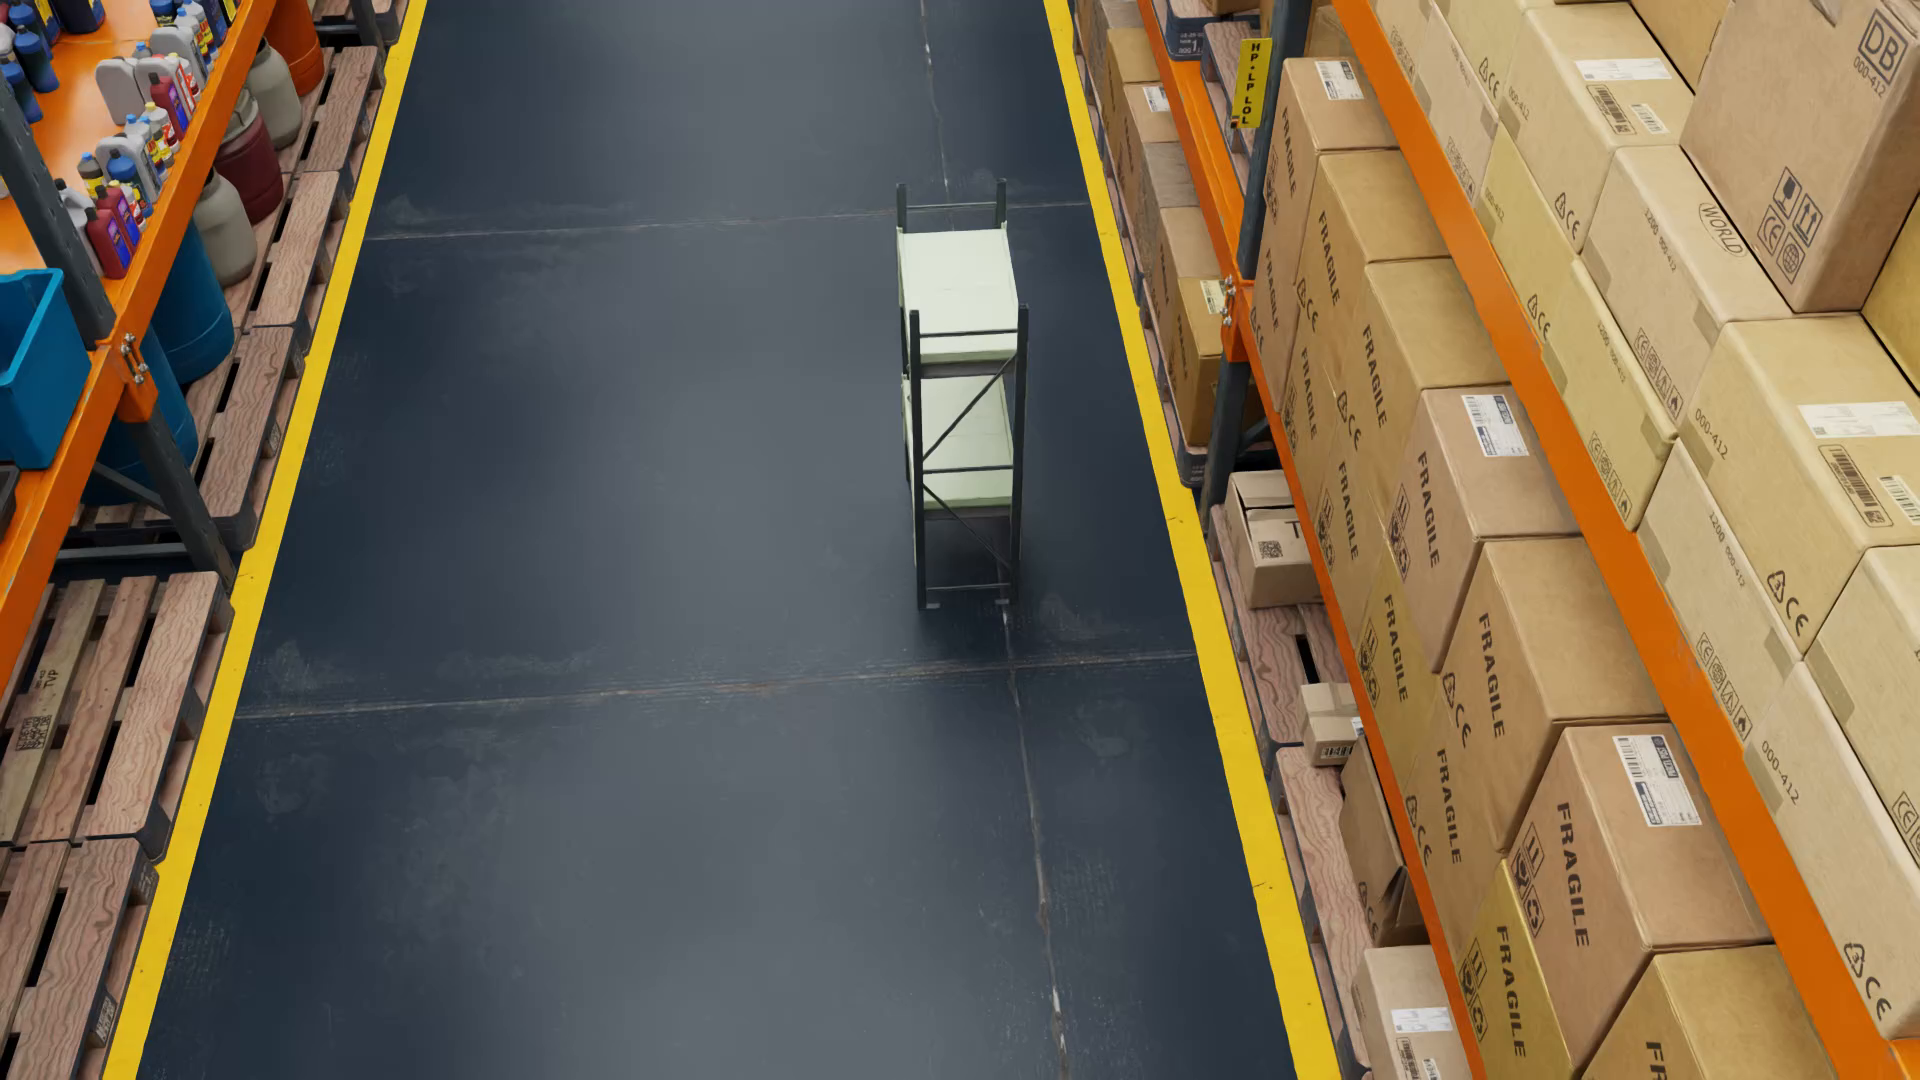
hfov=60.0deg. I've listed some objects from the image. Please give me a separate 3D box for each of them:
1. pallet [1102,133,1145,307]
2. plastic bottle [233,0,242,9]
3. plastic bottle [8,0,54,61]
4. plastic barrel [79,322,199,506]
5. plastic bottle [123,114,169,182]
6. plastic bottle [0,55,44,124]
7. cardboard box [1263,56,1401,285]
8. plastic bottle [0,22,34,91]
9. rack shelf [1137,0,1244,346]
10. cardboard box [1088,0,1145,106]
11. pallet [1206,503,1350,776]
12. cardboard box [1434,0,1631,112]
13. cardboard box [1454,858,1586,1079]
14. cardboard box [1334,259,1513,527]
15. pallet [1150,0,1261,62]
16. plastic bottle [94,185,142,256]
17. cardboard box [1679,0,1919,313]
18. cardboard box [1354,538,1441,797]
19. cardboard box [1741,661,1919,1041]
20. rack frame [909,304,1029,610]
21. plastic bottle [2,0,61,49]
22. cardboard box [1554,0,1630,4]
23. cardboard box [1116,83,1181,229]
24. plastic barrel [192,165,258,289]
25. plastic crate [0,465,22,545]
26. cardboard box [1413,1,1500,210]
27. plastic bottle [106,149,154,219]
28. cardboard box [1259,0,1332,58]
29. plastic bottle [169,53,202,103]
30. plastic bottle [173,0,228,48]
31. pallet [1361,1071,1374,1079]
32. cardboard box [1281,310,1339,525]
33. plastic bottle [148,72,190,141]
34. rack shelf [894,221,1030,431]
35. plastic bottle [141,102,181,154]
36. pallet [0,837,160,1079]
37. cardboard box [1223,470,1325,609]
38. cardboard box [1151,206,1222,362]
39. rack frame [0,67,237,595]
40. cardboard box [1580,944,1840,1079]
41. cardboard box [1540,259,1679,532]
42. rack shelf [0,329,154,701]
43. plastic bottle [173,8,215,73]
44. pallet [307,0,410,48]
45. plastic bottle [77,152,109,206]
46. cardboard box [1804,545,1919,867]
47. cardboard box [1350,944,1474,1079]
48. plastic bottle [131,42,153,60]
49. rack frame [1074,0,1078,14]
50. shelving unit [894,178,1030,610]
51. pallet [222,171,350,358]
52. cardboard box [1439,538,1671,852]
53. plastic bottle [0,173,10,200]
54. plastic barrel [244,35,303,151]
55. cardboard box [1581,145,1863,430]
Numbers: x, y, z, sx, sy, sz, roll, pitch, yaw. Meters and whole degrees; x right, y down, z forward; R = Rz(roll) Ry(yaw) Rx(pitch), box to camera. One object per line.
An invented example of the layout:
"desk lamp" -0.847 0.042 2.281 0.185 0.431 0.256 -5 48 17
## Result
"pallet" 1.292 -1.639 8.294 1.003 0.211 1.213 -3 47 -3
"plastic bottle" -3.242 -2.495 7.217 0.144 0.351 0.185 -3 47 -3
"plastic bottle" -3.879 -2.127 6.923 0.097 0.271 0.097 0 47 0
"plastic barrel" -3.462 -0.646 6.589 0.600 0.901 0.708 -3 47 -3
"plastic bottle" -3.105 -1.493 6.323 0.097 0.271 0.097 0 47 0
"plastic bottle" -3.750 -1.798 6.612 0.097 0.271 0.097 0 47 0
"cardboard box" 1.262 -1.147 5.150 0.500 0.500 0.500 -2 47 -2
"plastic bottle" -3.892 -1.946 6.749 0.152 0.276 0.135 -3 47 -3
"rack shelf" 1.336 -2.327 7.520 1.077 0.370 4.000 -3 47 -3
"cardboard box" 0.971 -2.588 8.690 0.500 0.500 0.500 -5 47 -5
"pallet" 1.560 0.329 6.430 1.003 0.211 1.213 -3 47 -3
"cardboard box" 1.370 -1.188 3.639 0.500 0.250 0.500 -3 47 -3
"cardboard box" 1.482 1.050 3.757 0.500 0.500 0.500 -3 47 -3
"cardboard box" 1.348 -0.402 4.444 0.500 0.500 0.500 -5 47 -4
"pallet" 1.336 -2.548 7.366 1.003 0.211 1.213 -3 47 -3
"plastic bottle" -3.050 -1.176 6.015 0.061 0.283 0.133 -3 47 -3
"cardboard box" 1.673 -0.736 2.694 0.700 0.500 0.500 -3 47 -3
"cardboard box" 1.404 0.324 4.445 0.500 0.500 0.500 -4 47 -4
"cardboard box" 1.532 0.431 2.449 0.500 0.250 0.500 -3 47 -3
"rack frame" 0.030 -0.256 6.096 0.400 1.500 0.023 -3 47 -3
"plastic bottle" -3.928 -2.254 6.989 0.144 0.351 0.185 -3 47 -3
"cardboard box" 1.530 -1.456 3.376 0.700 0.500 0.500 -3 47 -3
"cardboard box" 1.057 -1.847 7.989 0.500 0.500 0.500 -5 47 -5
"plastic barrel" -3.479 -1.439 7.607 0.421 0.512 0.421 0 47 0
"plastic crate" -3.072 0.039 4.932 0.437 0.125 0.590 -3 47 -3
"cardboard box" 1.375 -1.016 3.820 0.500 0.250 0.500 -3 47 -3
"plastic bottle" -3.086 -1.325 6.164 0.097 0.271 0.097 0 47 0
"cardboard box" 1.566 -2.156 6.504 0.700 0.500 0.500 3 47 3
"plastic bottle" -3.152 -1.874 6.732 0.097 0.201 0.097 0 47 0
"plastic bottle" -3.215 -2.264 6.999 0.144 0.351 0.185 -3 47 -3
"pallet" 1.764 2.094 4.758 1.003 0.211 1.213 -3 47 -3
"cardboard box" 1.320 -0.406 5.136 0.500 0.500 0.500 -3 47 -3
"plastic bottle" -3.113 -1.722 6.532 0.061 0.283 0.133 -3 47 -3
"rack shelf" -0.001 -0.789 6.063 0.431 0.370 0.720 -3 47 -3
"plastic bottle" -3.122 -1.610 6.482 0.097 0.201 0.097 0 47 0
"pallet" -3.228 1.544 5.278 1.003 0.211 1.213 -3 47 -3
"cardboard box" 1.323 -0.037 6.404 0.500 0.311 0.500 -3 47 -3
"cardboard box" 1.143 -1.117 7.297 0.500 0.500 0.500 -3 47 -3
"rack frame" -3.433 -0.829 5.605 1.000 3.000 0.127 -3 47 -3
"cardboard box" 1.527 1.083 3.037 0.500 0.500 0.500 -4 47 -4
"cardboard box" 1.446 -0.292 3.134 0.500 0.250 0.500 -3 47 -3
"rack shelf" -3.266 0.866 4.496 1.077 0.370 4.000 -3 47 -3
"plastic bottle" -3.172 -2.066 6.866 0.097 0.271 0.097 0 47 0
"pallet" -3.794 -3.327 9.892 1.003 0.211 1.213 -3 47 -3
"plastic bottle" -3.246 -1.362 6.248 0.097 0.201 0.097 0 47 0
"cardboard box" 1.541 0.259 2.268 0.500 0.250 0.500 -3 47 -3
"cardboard box" 1.497 1.494 4.997 0.500 0.250 0.500 -3 47 -3
"plastic bottle" -3.312 -1.935 6.790 0.097 0.201 0.097 0 47 0
"rack frame" 1.168 -4.021 8.629 1.000 3.000 0.127 -3 47 -3
"shelving unit" -0.001 -0.521 6.347 0.431 1.500 0.755 -3 47 -3
"pallet" -3.562 -1.315 7.987 1.003 0.211 1.213 -3 47 -3
"cardboard box" 1.435 0.343 3.738 0.500 0.500 0.500 -2 47 -2
"plastic bottle" -3.693 -1.466 6.243 0.144 0.351 0.185 -3 47 -3
"plastic barrel" -3.574 -2.256 8.381 0.421 0.512 0.421 0 47 0
"cardboard box" 1.461 -0.465 2.954 0.500 0.250 0.500 -3 47 -3
